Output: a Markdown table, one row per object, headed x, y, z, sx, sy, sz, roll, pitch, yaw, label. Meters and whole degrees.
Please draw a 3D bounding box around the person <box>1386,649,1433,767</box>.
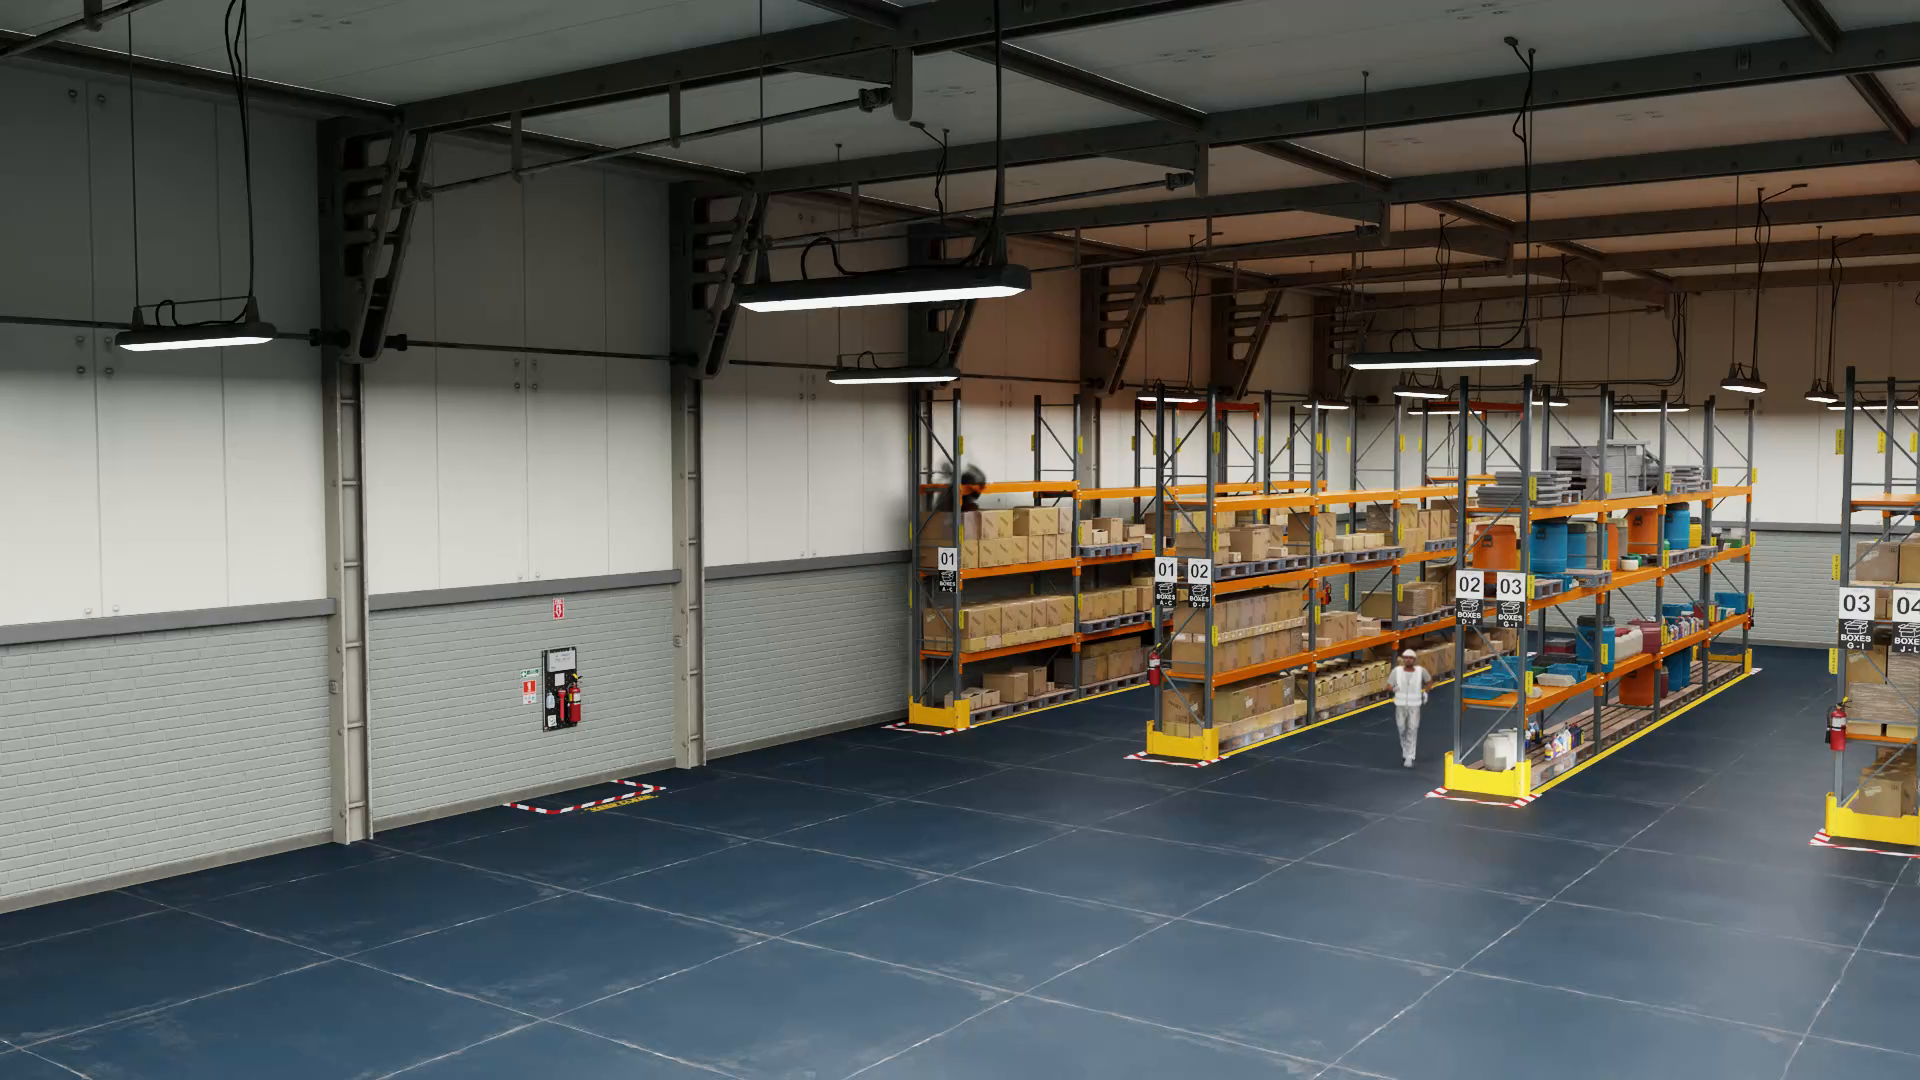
| x | y | z | sx | sy | sz | roll | pitch | yaw | label |
| --- | --- | --- | --- | --- | --- | --- | --- | --- | --- |
| 6.996 | 2.592 | 25.968 | 0.683 | 1.776 | 0.912 | 1 | 4 | 22 | person |
